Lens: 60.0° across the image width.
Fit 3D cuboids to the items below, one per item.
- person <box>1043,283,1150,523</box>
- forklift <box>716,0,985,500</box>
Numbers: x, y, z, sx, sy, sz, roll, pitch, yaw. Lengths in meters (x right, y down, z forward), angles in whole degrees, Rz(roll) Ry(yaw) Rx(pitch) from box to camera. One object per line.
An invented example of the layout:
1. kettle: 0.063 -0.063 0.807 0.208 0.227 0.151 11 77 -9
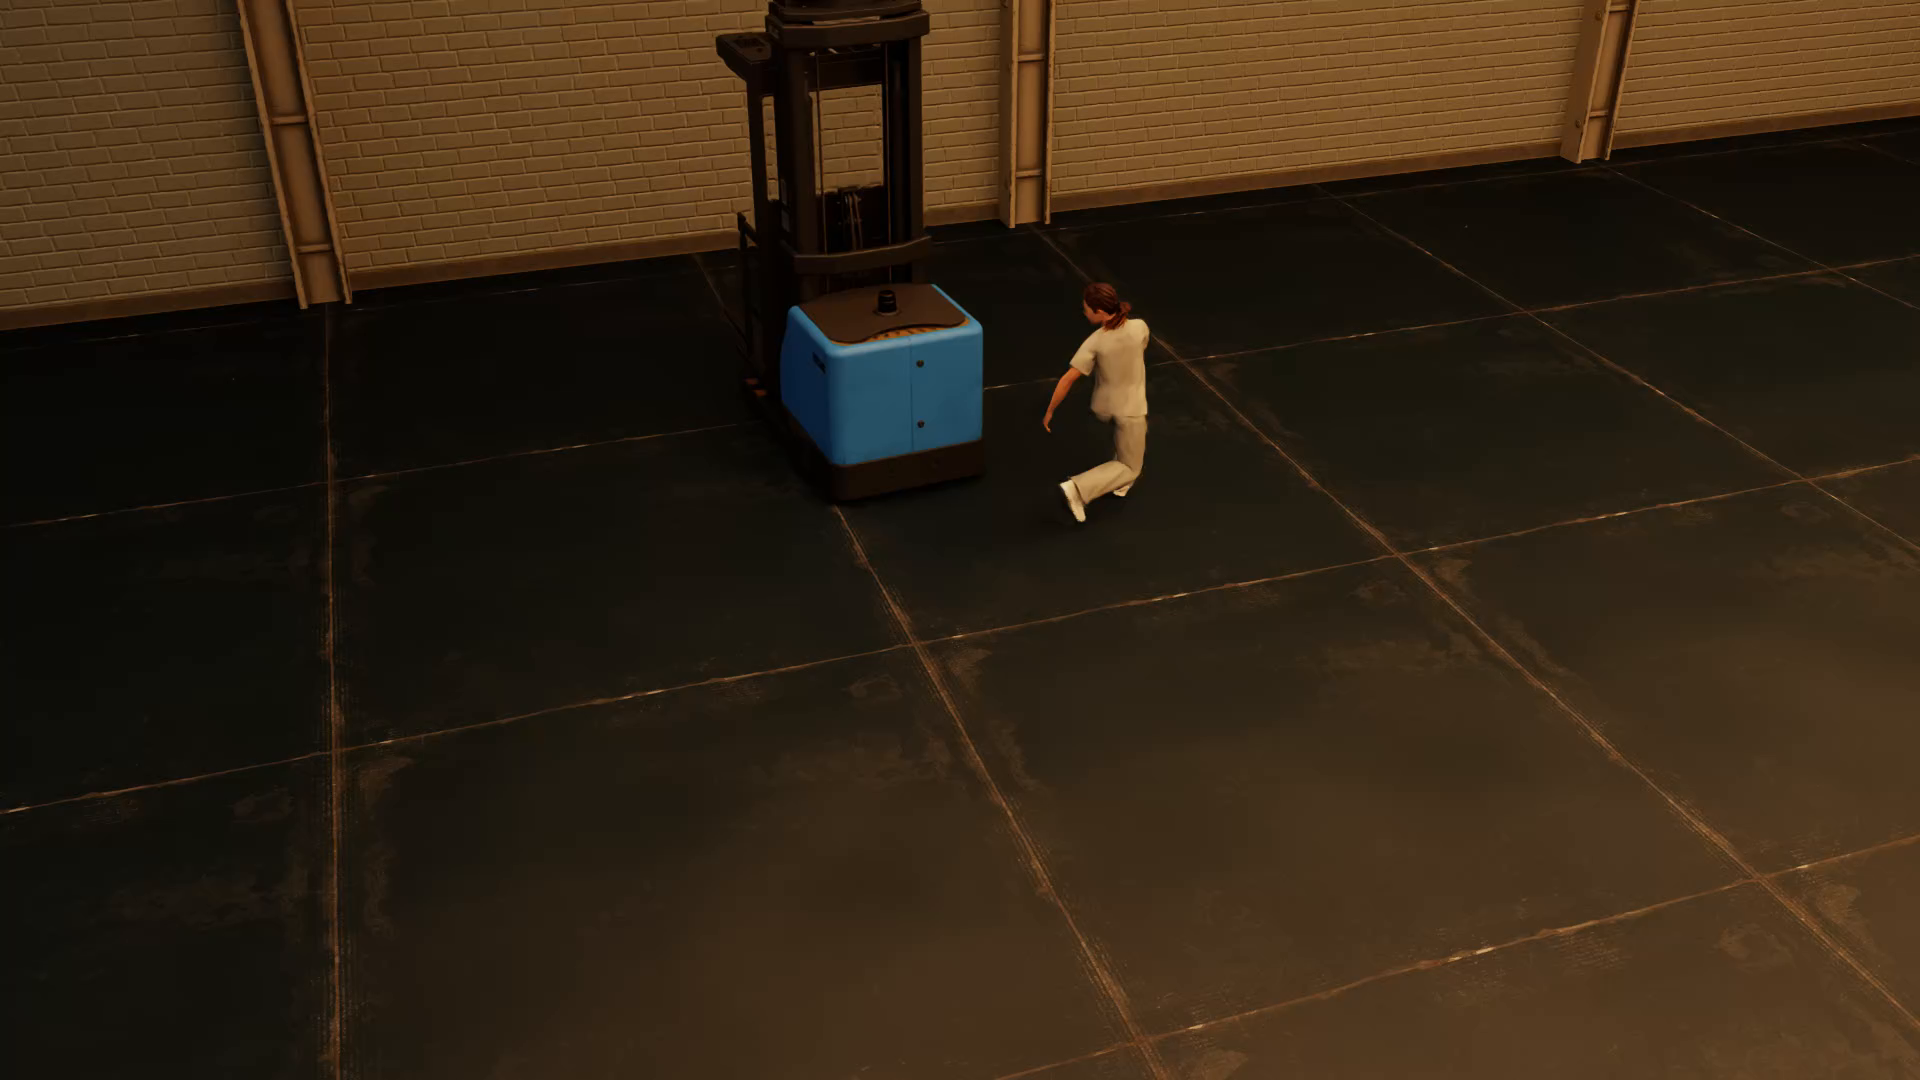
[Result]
1. person: 0.859 -0.845 10.104 0.576 1.453 0.867 13 32 21
2. forklift: -0.894 -2.232 10.967 1.130 2.935 3.031 -12 32 -20
